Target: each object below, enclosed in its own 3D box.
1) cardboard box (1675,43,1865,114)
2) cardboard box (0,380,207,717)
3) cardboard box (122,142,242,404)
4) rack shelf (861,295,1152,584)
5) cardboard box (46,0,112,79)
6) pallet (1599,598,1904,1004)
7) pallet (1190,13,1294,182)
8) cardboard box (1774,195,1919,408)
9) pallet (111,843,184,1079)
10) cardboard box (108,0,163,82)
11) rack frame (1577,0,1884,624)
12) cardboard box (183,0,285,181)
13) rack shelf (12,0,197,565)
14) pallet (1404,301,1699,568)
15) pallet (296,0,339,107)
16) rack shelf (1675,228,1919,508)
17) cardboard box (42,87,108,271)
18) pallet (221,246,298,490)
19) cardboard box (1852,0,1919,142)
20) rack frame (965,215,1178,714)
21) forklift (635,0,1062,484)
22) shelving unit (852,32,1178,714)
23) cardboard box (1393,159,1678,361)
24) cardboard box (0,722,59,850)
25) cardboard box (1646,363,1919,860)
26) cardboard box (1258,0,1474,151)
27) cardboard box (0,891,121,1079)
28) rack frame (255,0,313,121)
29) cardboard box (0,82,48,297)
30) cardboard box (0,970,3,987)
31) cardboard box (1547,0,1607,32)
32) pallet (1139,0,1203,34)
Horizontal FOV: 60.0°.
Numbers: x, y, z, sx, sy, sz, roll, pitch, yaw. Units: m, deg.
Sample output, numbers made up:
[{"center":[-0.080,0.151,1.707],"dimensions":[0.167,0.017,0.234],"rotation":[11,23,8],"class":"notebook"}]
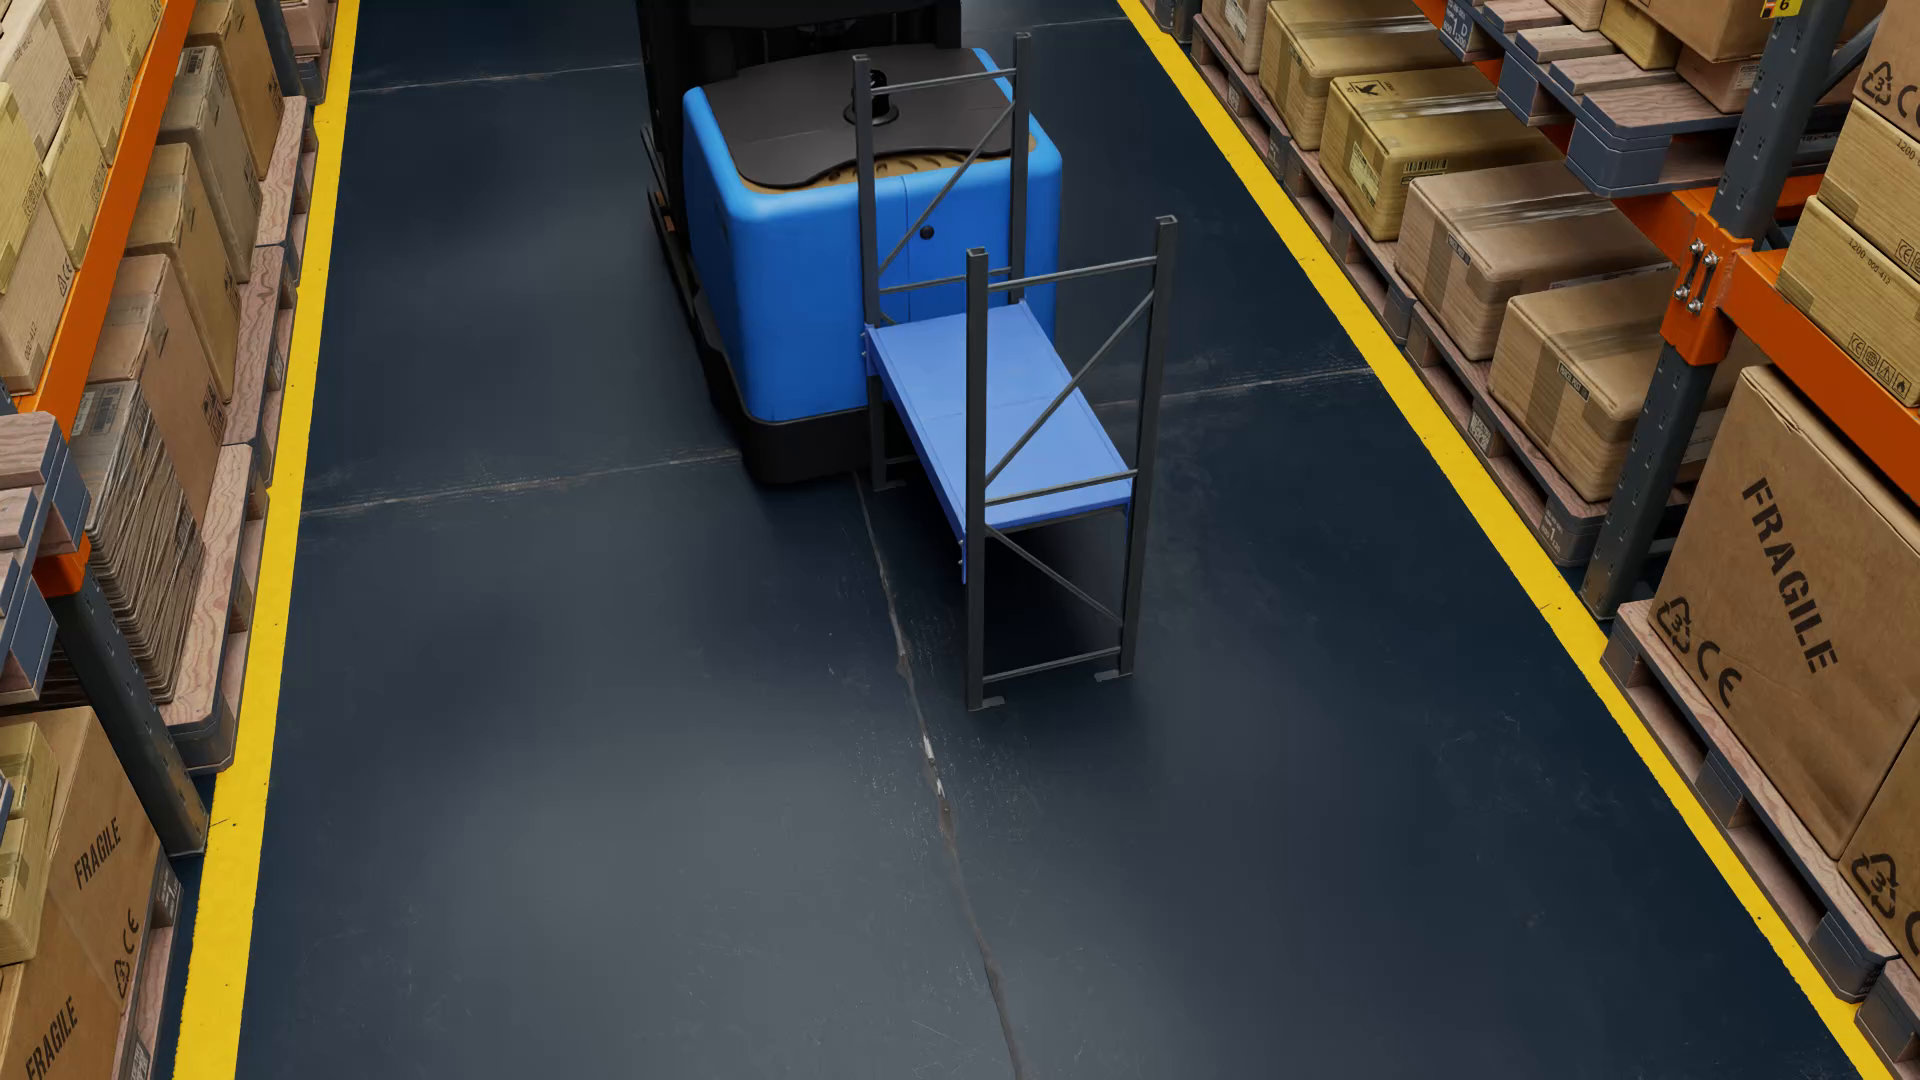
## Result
[{"center":[2.079,-1.226,4.245],"dimensions":[0.380,0.149,0.250],"rotation":[-7,42,-8],"class":"cardboard box"},{"center":[-2.587,0.054,4.402],"dimensions":[0.875,0.625,0.625],"rotation":[-7,42,-8],"class":"cardboard box"},{"center":[-2.881,-0.805,5.370],"dimensions":[0.875,0.625,0.625],"rotation":[-10,43,-11],"class":"cardboard box"},{"center":[0.105,-0.317,4.749],"dimensions":[0.538,0.185,1.000],"rotation":[-12,43,-13],"class":"rack shelf"},{"center":[-2.525,-1.391,4.294],"dimensions":[0.500,0.250,0.500],"rotation":[-9,42,-10],"class":"cardboard box"},{"center":[2.477,0.580,4.437],"dimensions":[1.003,0.211,1.213],"rotation":[-8,42,-9],"class":"pallet"},{"center":[1.686,-2.030,7.378],"dimensions":[1.003,0.211,1.213],"rotation":[-8,42,-9],"class":"pallet"},{"center":[2.240,-0.575,3.751],"dimensions":[0.500,0.250,0.500],"rotation":[-9,42,-10],"class":"cardboard box"},{"center":[-2.342,1.261,3.670],"dimensions":[1.003,0.211,1.213],"rotation":[-8,42,-9],"class":"pallet"},{"center":[-2.655,-1.534,4.831],"dimensions":[0.500,0.250,0.500],"rotation":[-7,42,-8],"class":"cardboard box"},{"center":[2.380,-0.985,4.100],"dimensions":[1.000,3.000,0.127],"rotation":[-8,42,-9],"class":"rack frame"},{"center":[-3.206,-1.796,6.486],"dimensions":[0.875,0.625,0.625],"rotation":[-7,42,-7],"class":"cardboard box"},{"center":[-2.898,-1.298,4.995],"dimensions":[1.077,0.370,4.000],"rotation":[-8,42,-9],"class":"rack shelf"},{"center":[2.213,-0.448,5.596],"dimensions":[1.003,0.211,1.213],"rotation":[-8,42,-9],"class":"pallet"},{"center":[-3.460,-2.342,7.730],"dimensions":[1.003,0.211,1.213],"rotation":[-8,42,-9],"class":"pallet"},{"center":[2.812,0.581,2.878],"dimensions":[1.077,0.370,4.000],"rotation":[-8,42,-9],"class":"rack shelf"},{"center":[-2.427,-0.864,4.077],"dimensions":[0.500,0.250,0.500],"rotation":[-9,42,-10],"class":"cardboard box"},{"center":[-2.865,-0.557,5.718],"dimensions":[1.003,0.211,1.213],"rotation":[-8,42,-9],"class":"pallet"},{"center":[2.248,-1.041,3.335],"dimensions":[0.500,0.500,0.500],"rotation":[-10,43,-11],"class":"cardboard box"},{"center":[0.257,-0.130,4.266],"dimensions":[0.500,1.500,0.032],"rotation":[-12,43,-13],"class":"rack frame"},{"center":[-0.603,-2.268,5.598],"dimensions":[1.130,2.935,3.031],"rotation":[-12,43,-13],"class":"forklift"},{"center":[0.105,-0.452,4.629],"dimensions":[0.538,1.500,1.048],"rotation":[-12,43,-13],"class":"shelving unit"},{"center":[2.101,-1.004,5.784],"dimensions":[0.950,0.372,0.625],"rotation":[-9,42,-10],"class":"cardboard box"},{"center":[-2.112,0.548,3.451],"dimensions":[0.380,0.149,0.250],"rotation":[-10,43,-11],"class":"cardboard box"},{"center":[2.448,0.113,4.148],"dimensions":[0.875,0.875,0.875],"rotation":[-9,42,-10],"class":"cardboard box"},{"center":[1.791,-1.947,6.846],"dimensions":[0.950,0.372,0.625],"rotation":[-6,42,-7],"class":"cardboard box"},{"center":[-2.067,1.076,3.345],"dimensions":[0.500,0.500,0.500],"rotation":[-9,42,-10],"class":"cardboard box"},{"center":[-3.329,-2.864,6.217],"dimensions":[1.000,3.000,0.127],"rotation":[-8,42,-9],"class":"rack frame"},{"center":[-2.299,-0.728,3.547],"dimensions":[0.500,0.250,0.500],"rotation":[-8,42,-9],"class":"cardboard box"},{"center":[-2.009,0.898,3.057],"dimensions":[0.380,0.149,0.250],"rotation":[-10,43,-11],"class":"cardboard box"},{"center":[1.853,-1.547,4.606],"dimensions":[0.380,0.149,0.250],"rotation":[-9,42,-10],"class":"cardboard box"},{"center":[1.337,-2.965,8.431],"dimensions":[1.003,0.211,1.213],"rotation":[-8,42,-9],"class":"pallet"}]
